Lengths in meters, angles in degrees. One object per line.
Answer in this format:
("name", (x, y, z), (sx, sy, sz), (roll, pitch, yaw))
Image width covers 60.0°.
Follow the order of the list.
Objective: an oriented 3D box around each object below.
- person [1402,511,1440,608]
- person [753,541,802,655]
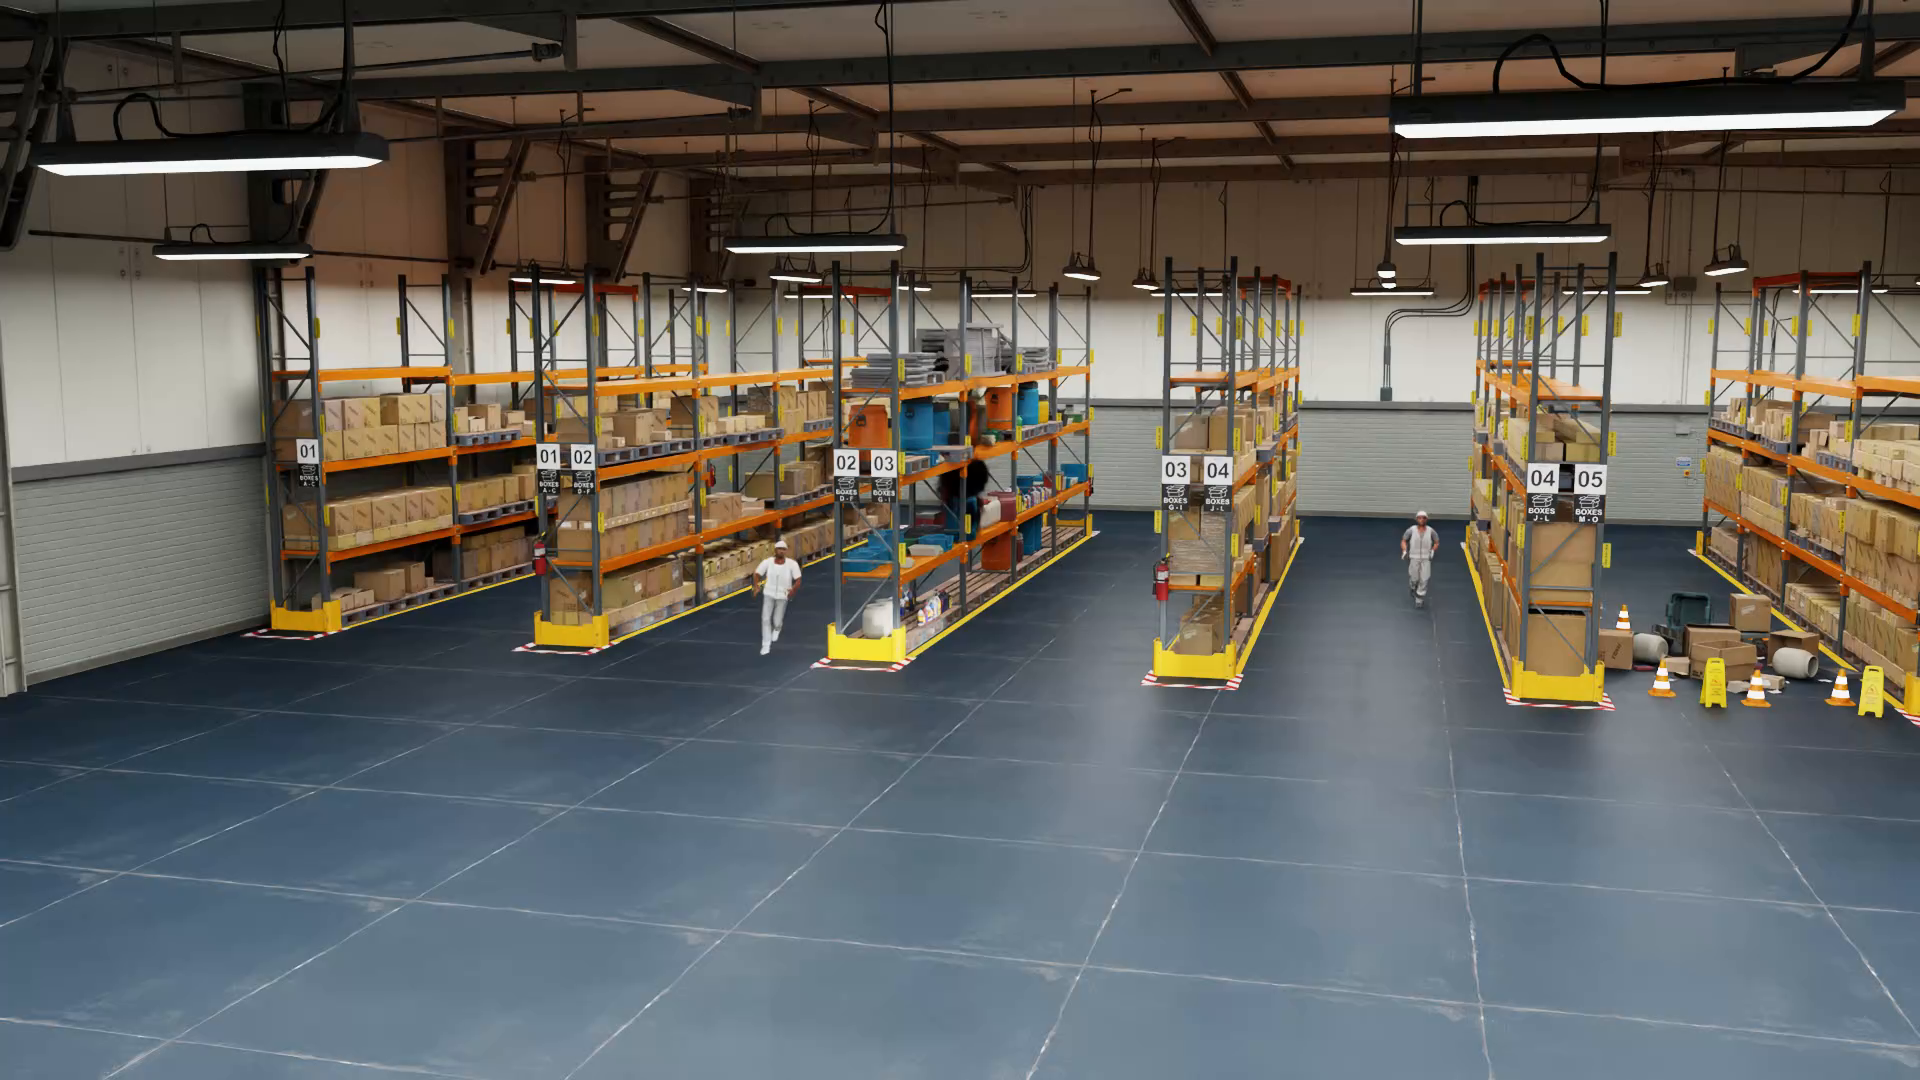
("person", (8.311, 0.343, 30.012), (0.665, 1.741, 0.606), (1, 7, 11))
("person", (-2.816, 0.865, 25.649), (0.743, 1.731, 0.691), (0, 7, 0))
